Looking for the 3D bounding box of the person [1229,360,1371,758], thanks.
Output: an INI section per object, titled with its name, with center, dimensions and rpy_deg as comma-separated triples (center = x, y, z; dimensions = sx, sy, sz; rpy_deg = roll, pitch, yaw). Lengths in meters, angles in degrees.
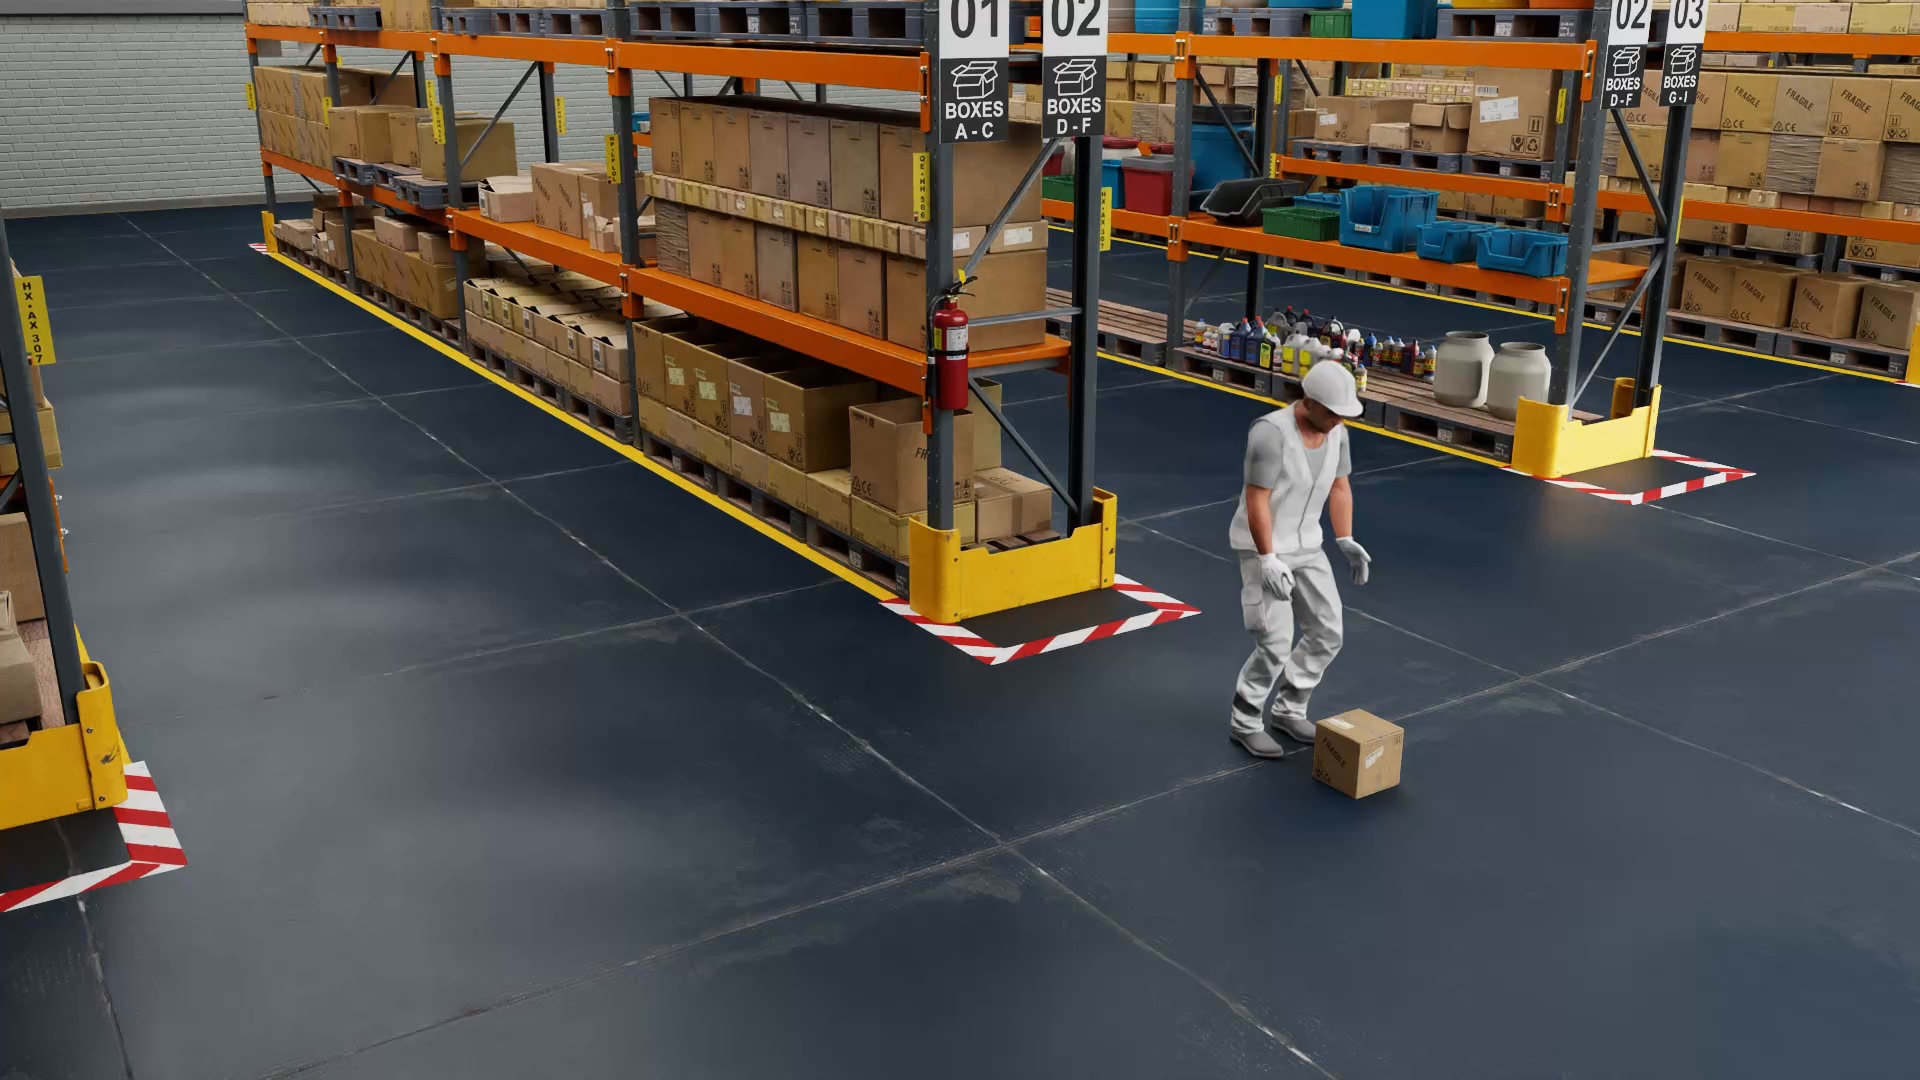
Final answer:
[person]
center = 1.415, 0.066, 6.963
dimensions = 0.554, 1.698, 0.516
rpy_deg = -11, 21, -30
